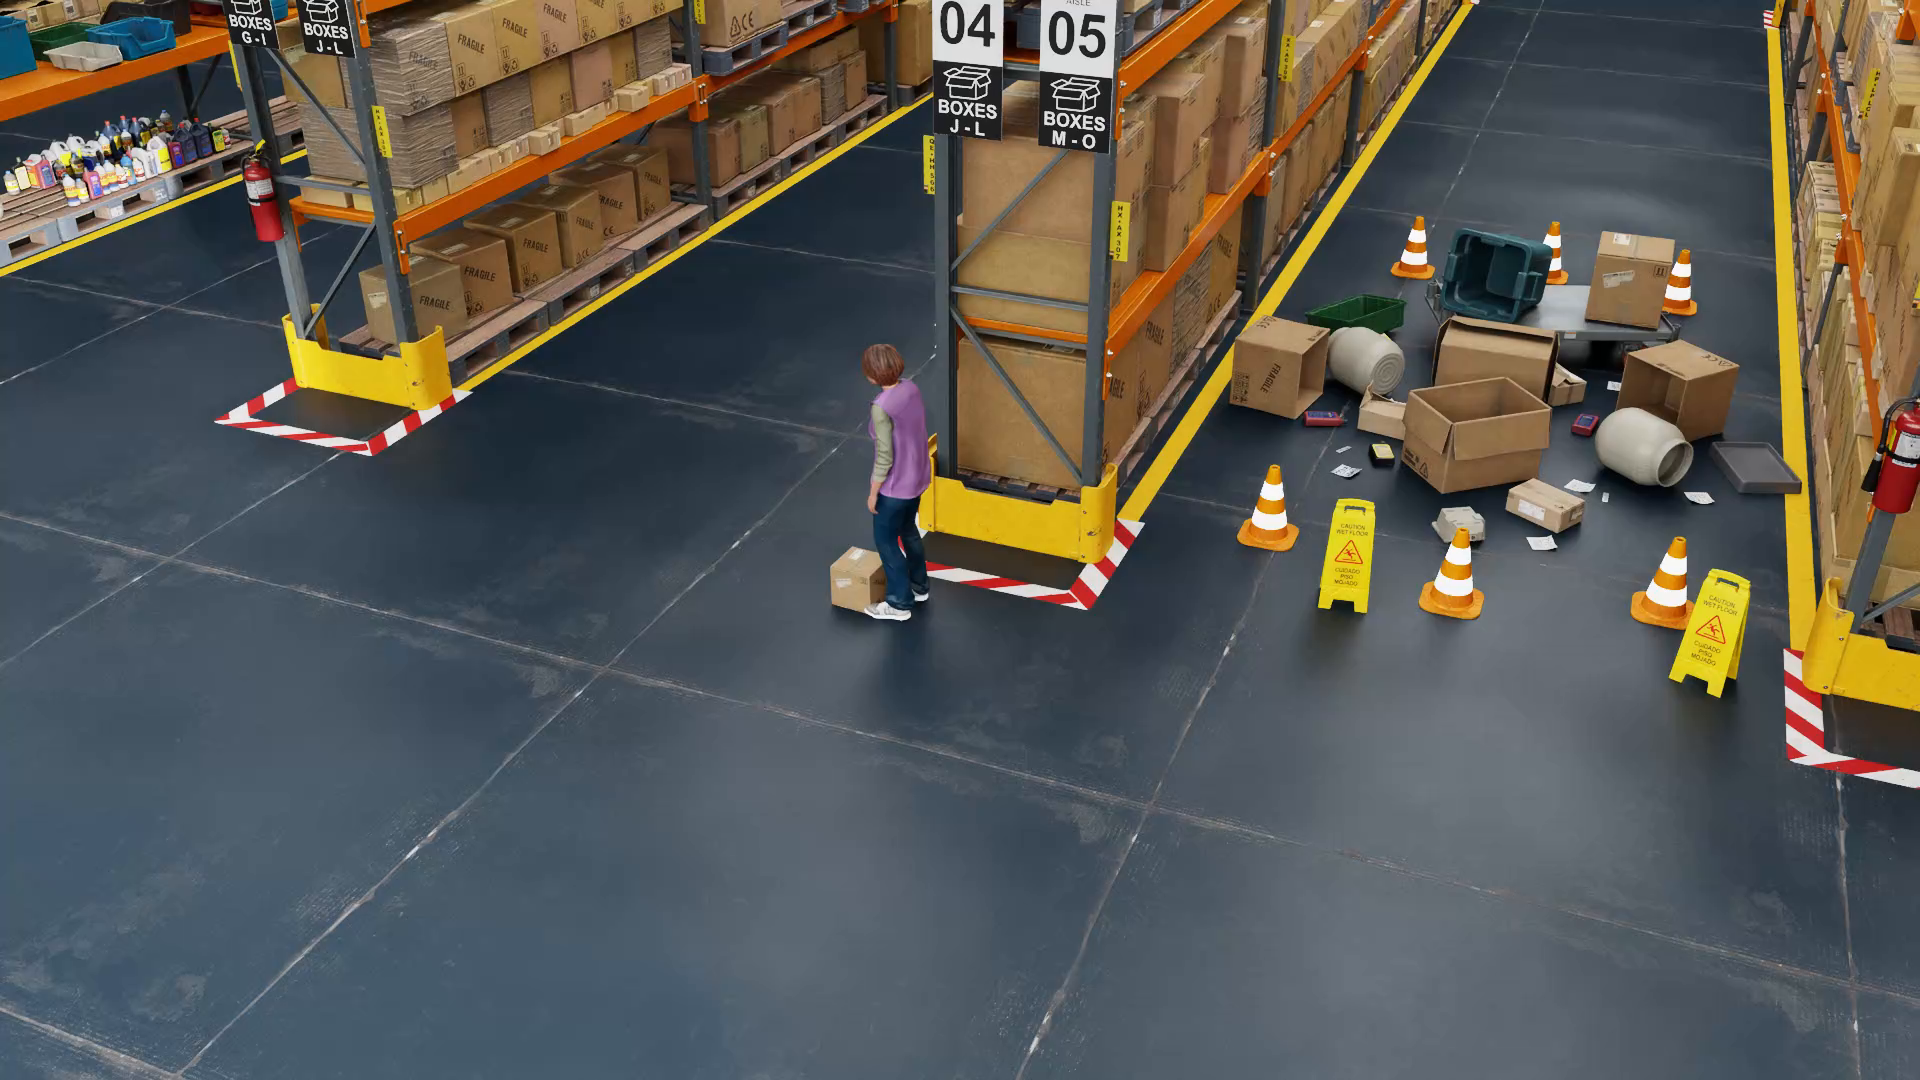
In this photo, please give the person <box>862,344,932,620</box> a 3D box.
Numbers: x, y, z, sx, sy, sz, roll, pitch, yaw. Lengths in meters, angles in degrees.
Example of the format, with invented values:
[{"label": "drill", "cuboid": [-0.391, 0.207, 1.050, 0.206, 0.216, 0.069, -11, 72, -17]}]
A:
[{"label": "person", "cuboid": [-0.336, -0.305, 8.923, 0.343, 1.593, 0.462, 15, 33, 24]}]
